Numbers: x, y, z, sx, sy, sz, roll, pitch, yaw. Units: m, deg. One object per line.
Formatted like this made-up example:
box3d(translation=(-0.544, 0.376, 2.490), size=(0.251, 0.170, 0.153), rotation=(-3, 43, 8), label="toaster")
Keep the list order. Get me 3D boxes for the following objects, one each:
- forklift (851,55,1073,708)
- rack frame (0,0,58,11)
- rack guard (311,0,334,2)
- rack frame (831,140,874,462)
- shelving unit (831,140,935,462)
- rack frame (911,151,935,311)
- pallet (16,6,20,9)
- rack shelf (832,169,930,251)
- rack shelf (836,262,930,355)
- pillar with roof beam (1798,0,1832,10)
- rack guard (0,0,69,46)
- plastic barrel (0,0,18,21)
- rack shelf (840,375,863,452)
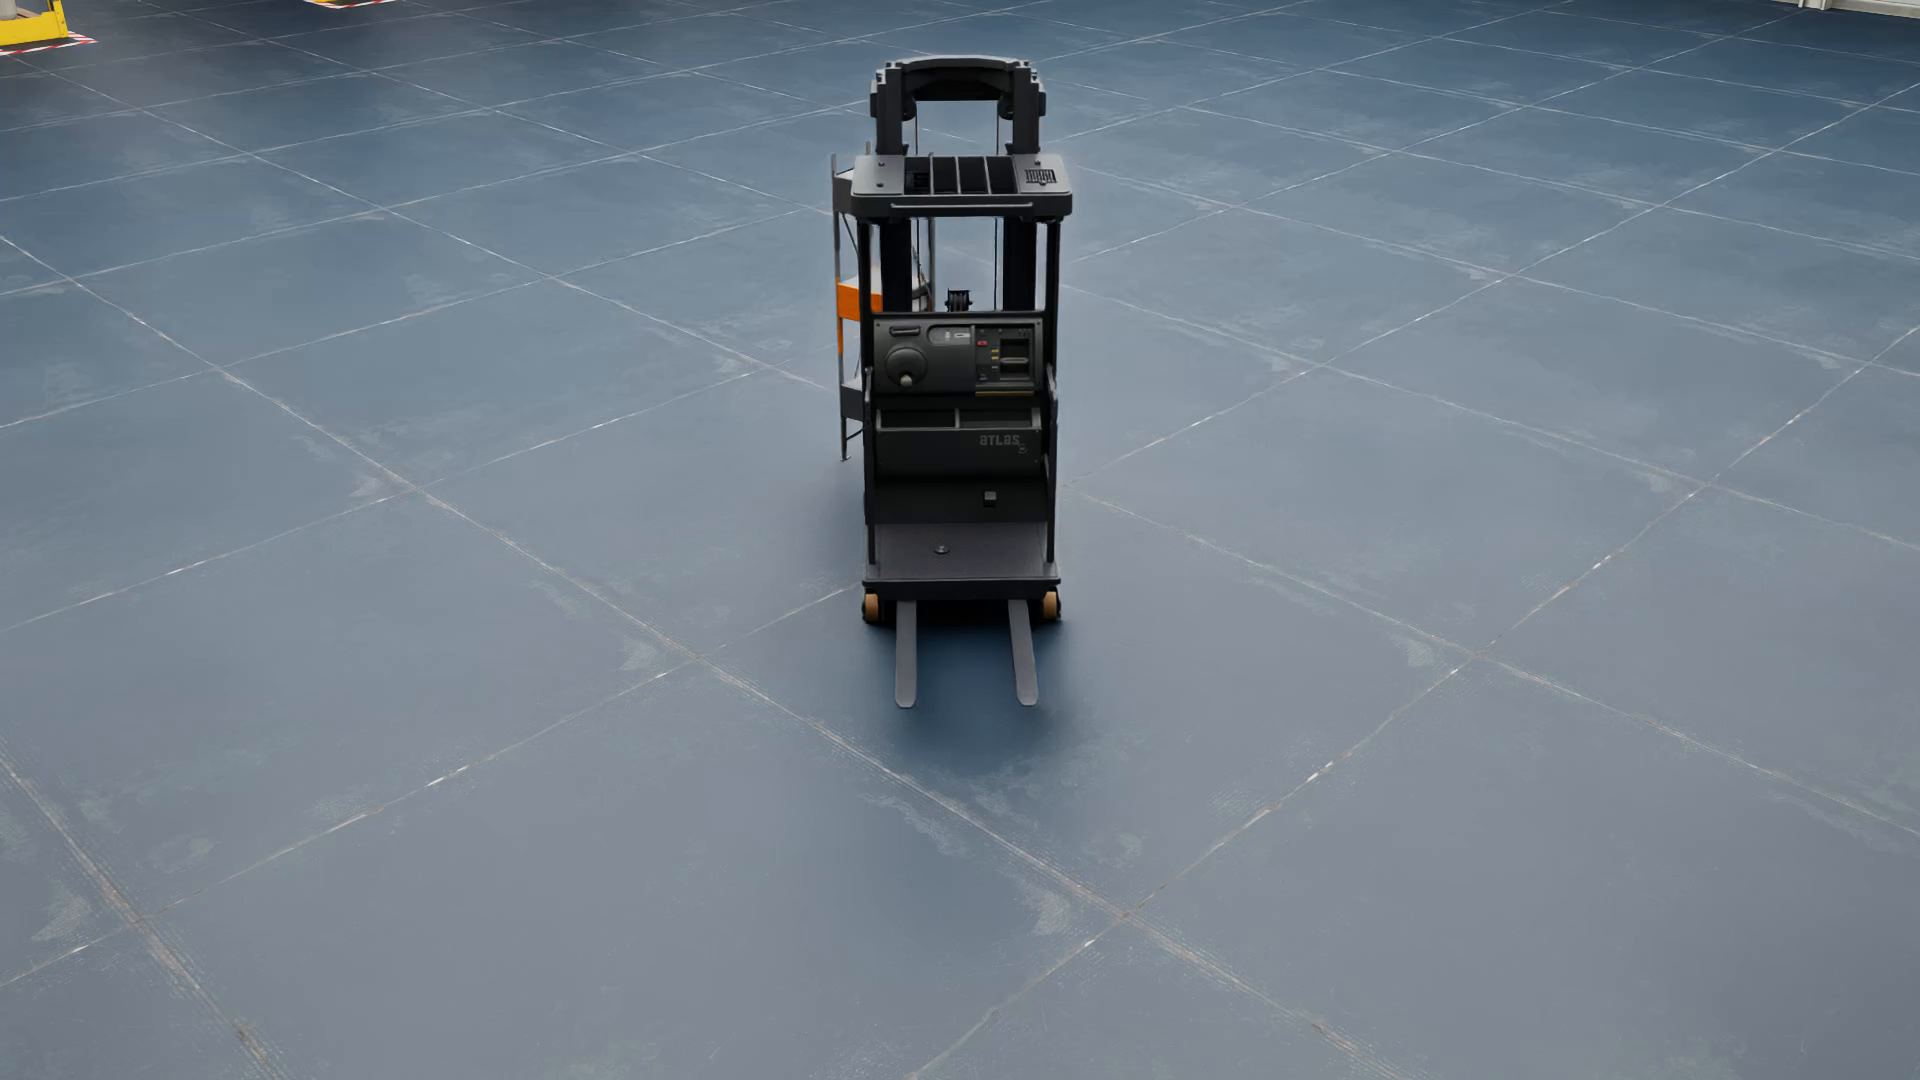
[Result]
box3d(translation=(-0.001, -0.983, 8.970), size=(1.130, 2.935, 3.031), rotation=(-1, 28, -1), label="forklift")
box3d(translation=(-13.379, -8.503, 23.199), size=(0.127, 3.000, 1.000), rotation=(25, 36, 38), label="rack frame")
box3d(translation=(-9.961, -9.066, 26.954), size=(0.348, 0.500, 1.175), rotation=(25, 36, 38), label="rack guard")
box3d(translation=(-0.684, -1.537, 10.917), size=(0.015, 2.100, 0.400), rotation=(17, 32, 29), label="rack frame")
box3d(translation=(-0.481, -1.474, 10.798), size=(0.503, 2.100, 0.431), rotation=(17, 32, 29), label="shelving unit")
box3d(translation=(-0.277, -1.412, 10.679), size=(0.015, 2.100, 0.400), rotation=(17, 32, 29), label="rack frame")
box3d(translation=(-14.908, -7.943, 25.130), size=(1.213, 0.211, 1.003), rotation=(25, 36, 38), label="pallet")
box3d(translation=(-0.481, -2.082, 10.478), size=(0.480, 0.518, 0.431), rotation=(17, 32, 29), label="rack shelf")
box3d(translation=(-0.481, -1.462, 10.804), size=(0.480, 0.518, 0.431), rotation=(17, 32, 29), label="rack shelf")
box3d(translation=(10.471, -10.964, 21.432), size=(0.400, 9.000, 9.100), rotation=(25, 36, 38), label="pillar with roof beam")
box3d(translation=(-13.467, -7.406, 23.798), size=(0.348, 0.500, 1.175), rotation=(25, 36, 38), label="rack guard")
box3d(translation=(-13.902, -7.778, 24.040), size=(0.421, 0.512, 0.421), rotation=(0, 28, 0), label="plastic barrel")
box3d(translation=(-0.481, -0.843, 11.130), size=(0.480, 0.518, 0.431), rotation=(17, 32, 29), label="rack shelf")
